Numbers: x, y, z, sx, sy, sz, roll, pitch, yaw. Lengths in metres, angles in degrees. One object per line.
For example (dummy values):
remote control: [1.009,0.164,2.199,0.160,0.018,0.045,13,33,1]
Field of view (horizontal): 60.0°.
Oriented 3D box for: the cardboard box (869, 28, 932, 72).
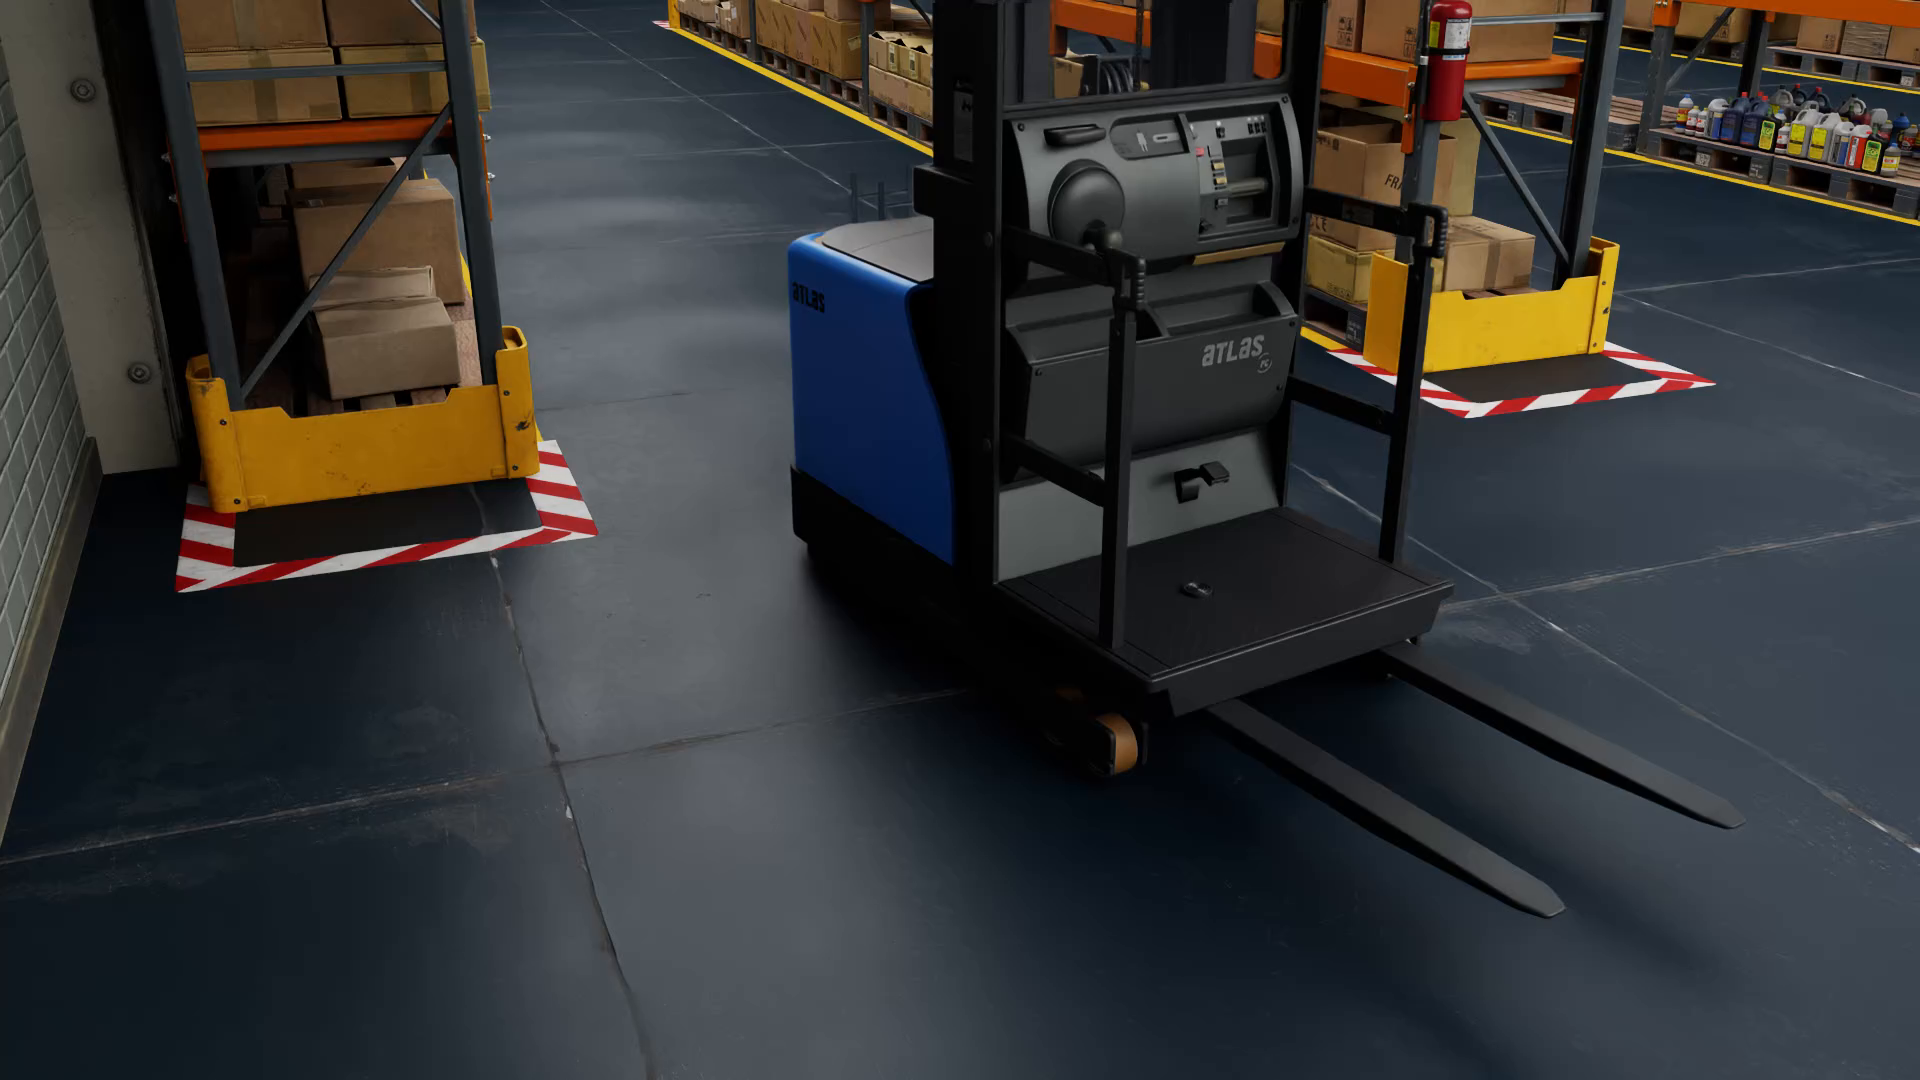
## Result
cardboard box: [-0.457,-4.128,13.960,0.500,0.311,0.500,-7,24,-17]

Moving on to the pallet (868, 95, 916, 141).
pallet: [-0.113,-3.584,13.982,1.003,0.211,1.213,-8,24,-19]

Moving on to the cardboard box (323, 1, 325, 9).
cardboard box: [-2.404,-2.456,6.917,0.500,0.500,0.500,-9,25,-21]

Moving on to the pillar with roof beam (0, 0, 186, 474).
pillar with roof beam: [0.797,-5.077,6.209,9.100,9.000,0.400,-8,24,-19]

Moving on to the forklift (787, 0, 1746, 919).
forklift: [0.652,-0.947,4.222,1.130,2.935,3.031,-14,27,-30]

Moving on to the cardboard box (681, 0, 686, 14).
cardboard box: [-3.279,-6.688,20.836,0.380,0.166,0.250,-8,24,-19]

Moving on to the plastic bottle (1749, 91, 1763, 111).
plastic bottle: [5.713,-3.050,11.969,0.144,0.351,0.185,-8,24,-19]

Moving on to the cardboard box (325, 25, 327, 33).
cardboard box: [-2.714,-1.857,6.461,0.500,0.250,0.500,-8,24,-17]

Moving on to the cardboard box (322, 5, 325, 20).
cardboard box: [-2.708,-2.198,6.305,0.500,0.500,0.500,-8,24,-18]

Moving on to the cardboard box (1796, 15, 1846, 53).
cardboard box: [9.157,-5.342,17.214,0.700,0.500,0.500,-10,25,-22]

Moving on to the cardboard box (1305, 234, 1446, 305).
cardboard box: [1.993,-1.348,8.085,0.500,0.250,0.500,-8,24,-19]

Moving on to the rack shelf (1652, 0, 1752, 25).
rack shelf: [4.974,-4.794,14.188,1.077,0.370,4.000,-8,24,-19]

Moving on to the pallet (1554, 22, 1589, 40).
pallet: [7.831,-6.430,20.734,1.003,0.211,1.213,-8,24,-19]

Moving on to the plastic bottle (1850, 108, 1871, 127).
plastic bottle: [6.314,-2.894,11.684,0.061,0.283,0.133,-8,24,-19]

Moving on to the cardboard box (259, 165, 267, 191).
cardboard box: [-4.093,-2.536,10.557,0.700,0.500,0.500,-9,24,-20]

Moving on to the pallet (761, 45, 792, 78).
pallet: [-1.458,-5.052,17.464,1.003,0.211,1.213,-8,24,-19]

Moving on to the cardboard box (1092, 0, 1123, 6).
cardboard box: [1.208,-3.606,10.315,0.700,0.500,0.500,-9,24,-20]

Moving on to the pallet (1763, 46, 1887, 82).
pallet: [9.176,-4.963,17.252,1.003,0.211,1.213,-8,24,-19]

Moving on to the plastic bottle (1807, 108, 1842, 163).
plastic bottle: [5.860,-2.740,11.233,0.144,0.351,0.185,-7,24,-17]

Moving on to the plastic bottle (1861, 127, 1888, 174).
plastic bottle: [5.977,-2.543,10.853,0.061,0.283,0.133,-8,24,-18]

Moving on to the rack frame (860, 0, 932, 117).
rack frame: [-0.368,-5.174,14.163,1.000,3.000,0.127,-8,24,-19]

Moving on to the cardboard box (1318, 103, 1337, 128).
cardboard box: [1.624,-2.054,8.796,0.500,0.500,0.500,-8,24,-19]

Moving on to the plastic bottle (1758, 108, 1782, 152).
plastic bottle: [5.664,-2.865,11.617,0.061,0.283,0.133,-7,24,-17]

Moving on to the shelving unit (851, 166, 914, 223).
shelving unit: [-0.216,-0.677,5.810,0.258,1.200,0.189,-14,27,-30]

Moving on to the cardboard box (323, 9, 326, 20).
cardboard box: [-2.421,-2.120,7.084,0.500,0.250,0.500,-9,24,-20]

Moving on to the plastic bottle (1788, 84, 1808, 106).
plastic bottle: [6.178,-3.186,12.292,0.144,0.351,0.185,-9,24,-20]

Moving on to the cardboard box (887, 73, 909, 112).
cardboard box: [-0.279,-3.687,13.636,0.500,0.250,0.500,-9,24,-20]

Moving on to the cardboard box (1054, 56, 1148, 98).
cardboard box: [0.916,-2.781,10.520,0.500,0.500,0.500,-8,24,-19]

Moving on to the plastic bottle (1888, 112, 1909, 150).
plastic bottle: [6.517,-2.827,11.541,0.097,0.271,0.097,0,23,0]

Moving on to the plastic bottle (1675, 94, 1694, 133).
plastic bottle: [5.383,-3.168,12.351,0.097,0.271,0.097,0,23,0]

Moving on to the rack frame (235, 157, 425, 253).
rack frame: [-3.587,-3.039,9.099,1.000,3.000,0.127,-8,24,-19]

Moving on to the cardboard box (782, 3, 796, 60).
cardboard box: [-1.469,-5.094,16.626,0.500,0.500,0.500,-8,24,-18]

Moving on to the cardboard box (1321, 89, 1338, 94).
cardboard box: [1.950,-2.310,9.402,0.500,0.500,0.500,-8,24,-19]

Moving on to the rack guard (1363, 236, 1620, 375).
rack guard: [2.467,-1.106,7.731,1.175,0.500,0.348,-8,24,-19]

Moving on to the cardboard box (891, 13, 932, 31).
cardboard box: [-0.451,-4.619,15.498,0.500,0.500,0.500,-9,25,-21]

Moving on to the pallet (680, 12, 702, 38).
pallet: [-2.884,-6.478,20.849,1.003,0.211,1.213,-8,24,-19]

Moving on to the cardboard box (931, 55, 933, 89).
cardboard box: [0.096,-3.566,12.626,0.500,0.311,0.500,-9,24,-20]

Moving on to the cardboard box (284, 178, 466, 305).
cardboard box: [-2.748,-1.381,7.817,0.700,0.500,0.500,-10,25,-22]

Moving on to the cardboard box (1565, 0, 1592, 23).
cardboard box: [8.050,-6.645,19.849,1.225,0.875,0.875,-9,25,-21]

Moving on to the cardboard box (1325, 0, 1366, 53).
cardboard box: [2.116,-2.675,8.105,0.700,0.500,0.500,-8,24,-18]

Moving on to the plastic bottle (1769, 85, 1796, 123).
plastic bottle: [6.043,-3.166,12.245,0.144,0.351,0.185,-8,24,-19]

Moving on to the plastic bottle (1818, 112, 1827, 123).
plastic bottle: [5.924,-2.802,11.477,0.152,0.276,0.135,-8,24,-19]

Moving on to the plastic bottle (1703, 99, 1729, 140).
plastic bottle: [5.523,-3.057,12.080,0.152,0.276,0.135,-7,24,-17]

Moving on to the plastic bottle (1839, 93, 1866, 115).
plastic bottle: [6.360,-2.999,11.848,0.144,0.351,0.185,-8,24,-19]

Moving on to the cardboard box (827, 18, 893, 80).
cardboard box: [-0.918,-4.532,15.293,0.500,0.500,0.500,-7,24,-17]

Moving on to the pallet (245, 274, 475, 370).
pallet: [-2.882,-1.071,8.020,1.003,0.211,1.213,-8,24,-19]

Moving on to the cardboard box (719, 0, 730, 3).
cardboard box: [-2.449,-6.362,19.629,0.797,0.503,0.637,-8,24,-19]

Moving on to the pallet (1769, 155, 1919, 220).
pallet: [6.314,-2.420,11.220,1.003,0.211,1.213,-8,24,-19]

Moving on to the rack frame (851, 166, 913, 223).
rack frame: [-0.265,-0.706,5.881,0.240,1.200,0.006,-14,27,-30]

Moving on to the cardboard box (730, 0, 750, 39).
cardboard box: [-2.247,-5.846,18.410,0.500,0.500,0.500,-8,24,-19]

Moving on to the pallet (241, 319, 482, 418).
pallet: [-2.455,-0.629,6.970,1.003,0.211,1.213,-8,24,-19]

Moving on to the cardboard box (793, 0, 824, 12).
cardboard box: [-1.307,-5.269,16.075,0.500,0.250,0.500,-9,24,-20]
